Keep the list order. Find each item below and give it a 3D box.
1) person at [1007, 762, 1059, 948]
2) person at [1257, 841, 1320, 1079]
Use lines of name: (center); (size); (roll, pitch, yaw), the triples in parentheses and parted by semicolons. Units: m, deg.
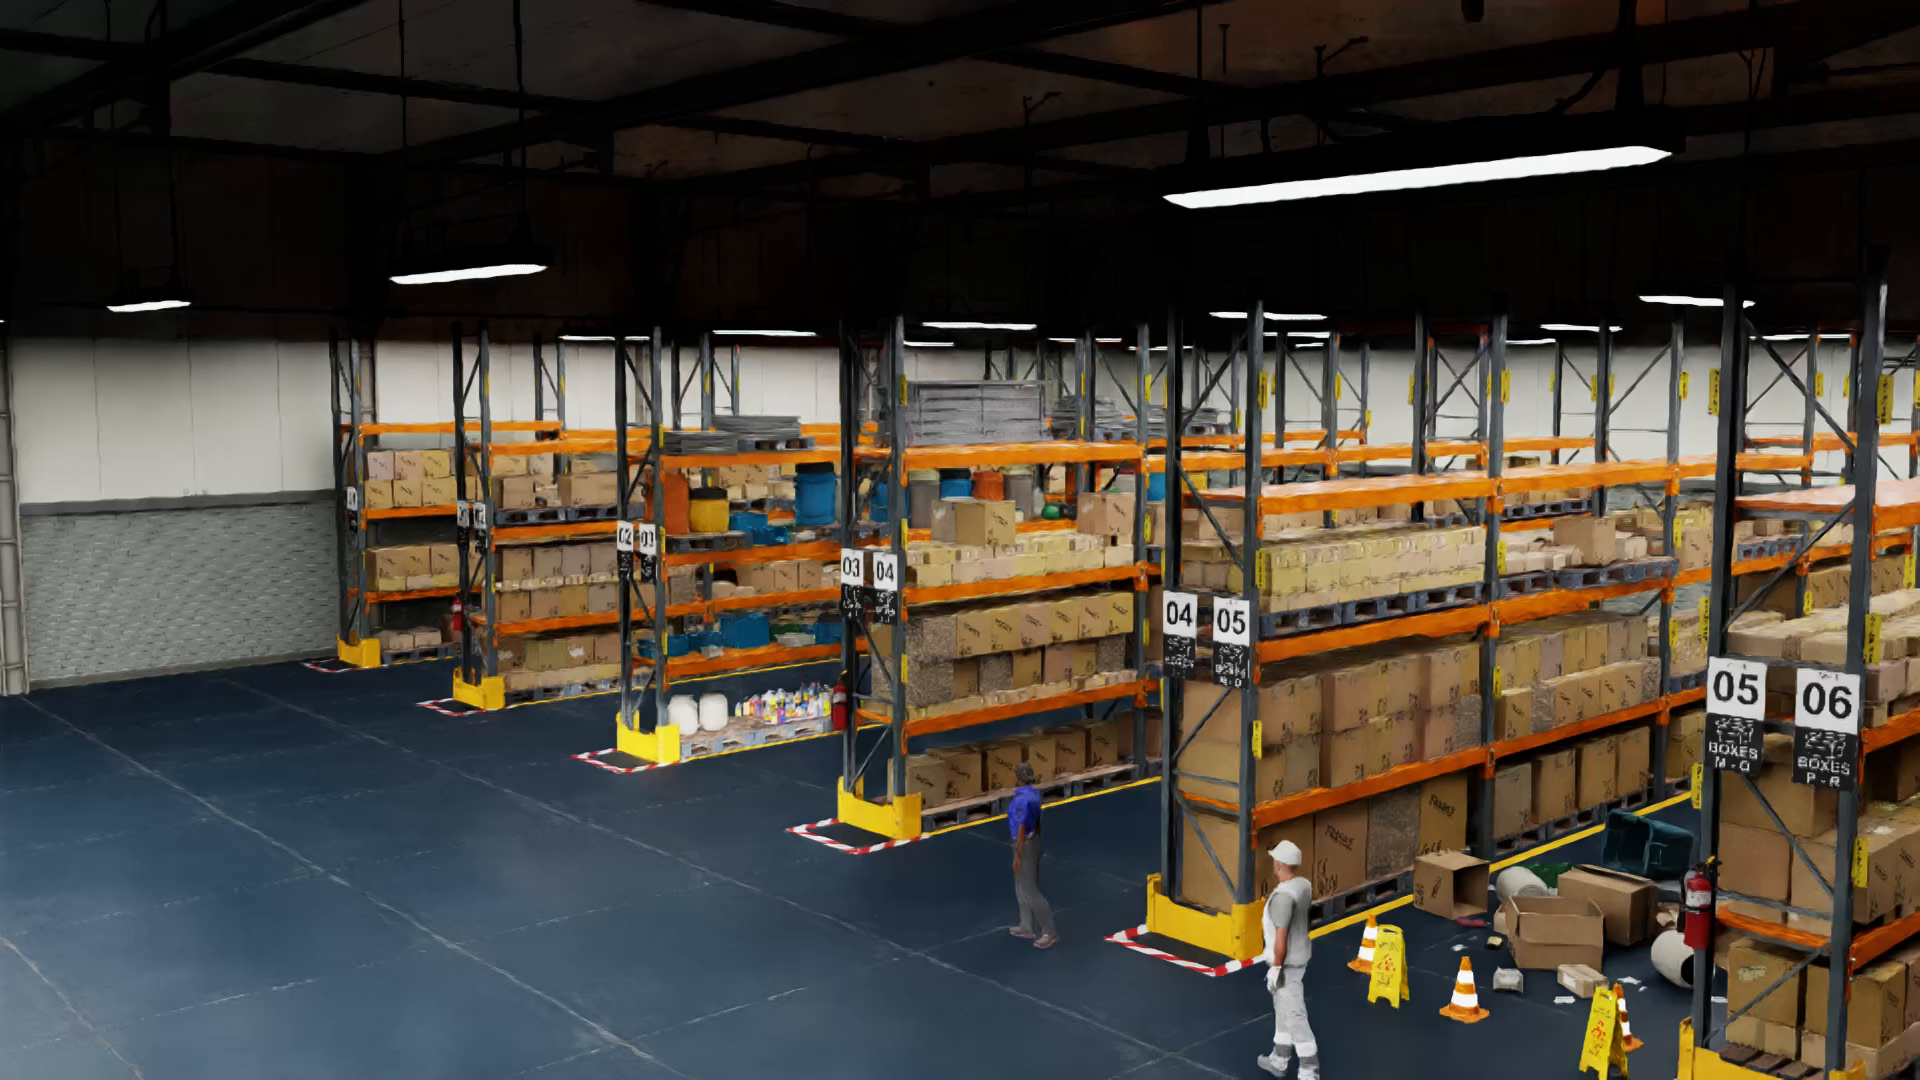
person: (0.662, 2.856, 15.203); (0.524, 1.650, 0.571); (2, 6, 19)
person: (2.397, 3.085, 12.146); (0.555, 1.791, 0.656); (3, 6, 26)
